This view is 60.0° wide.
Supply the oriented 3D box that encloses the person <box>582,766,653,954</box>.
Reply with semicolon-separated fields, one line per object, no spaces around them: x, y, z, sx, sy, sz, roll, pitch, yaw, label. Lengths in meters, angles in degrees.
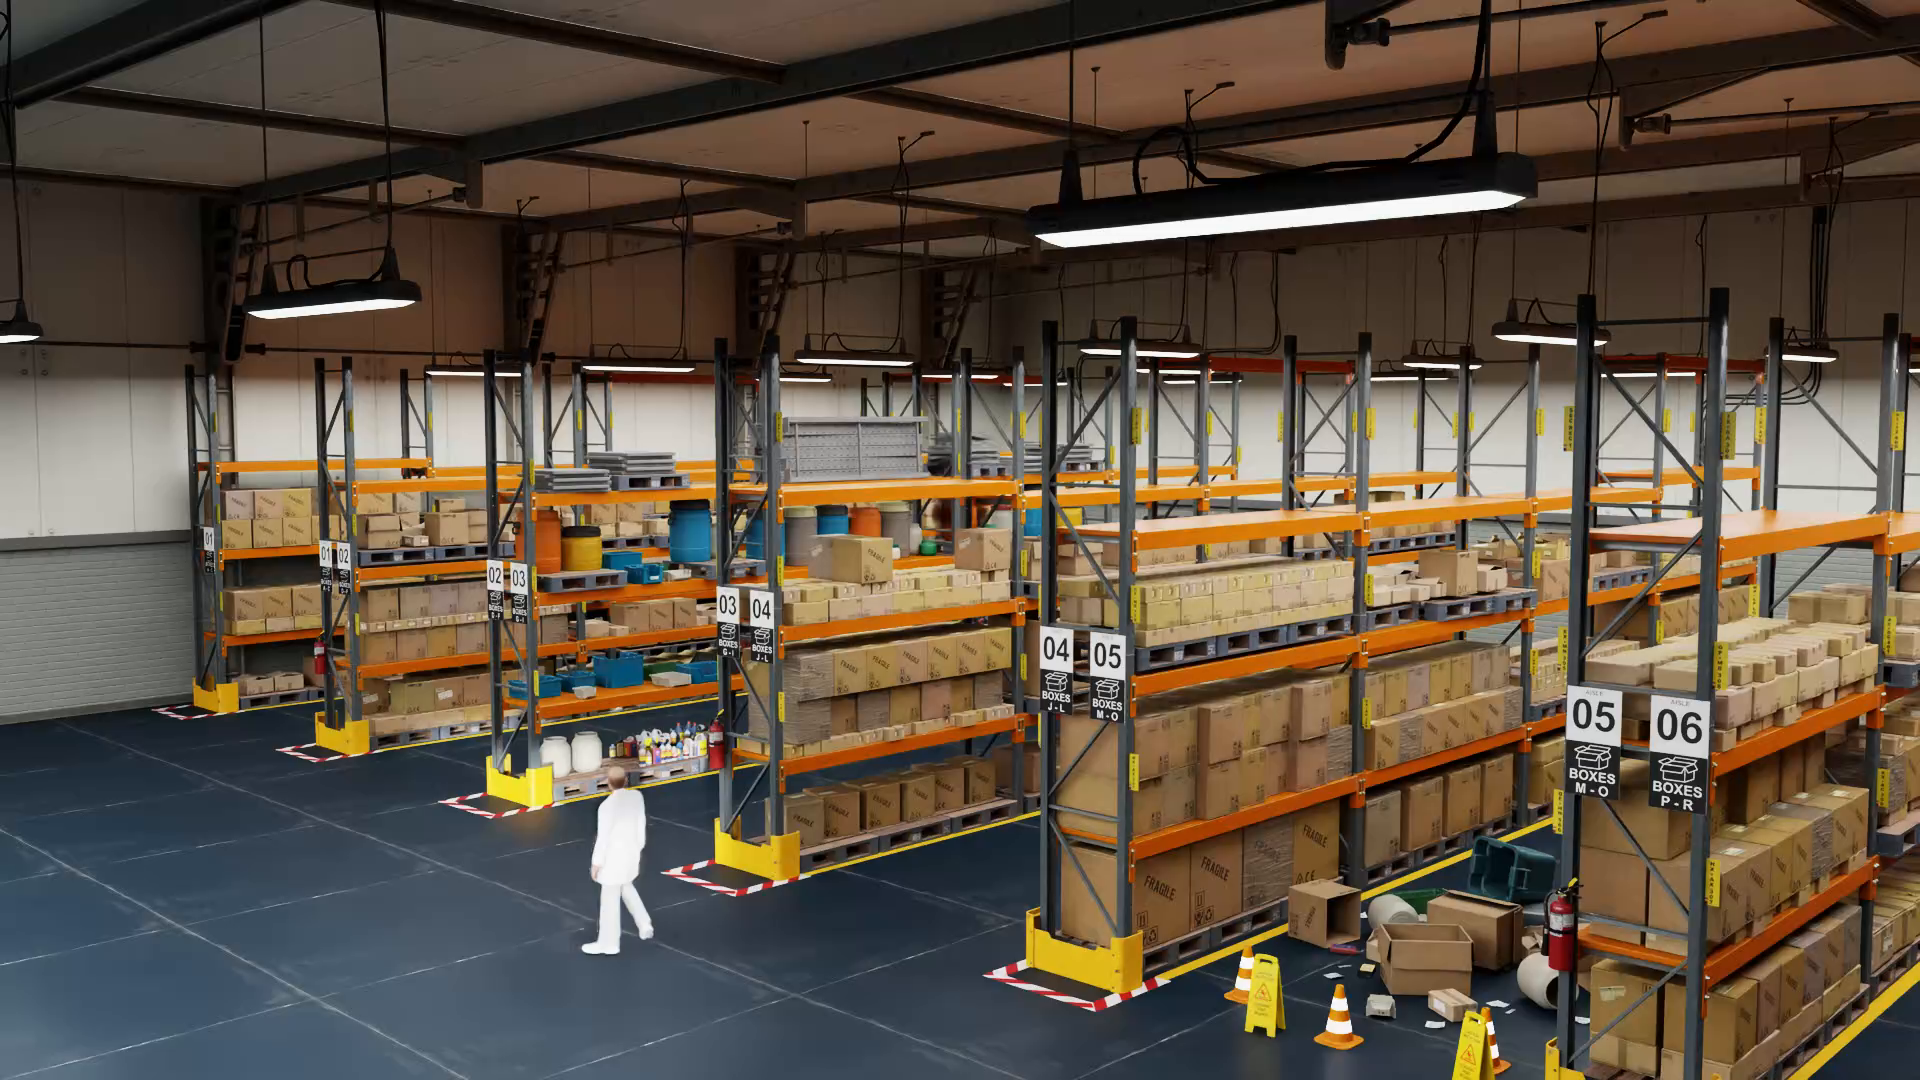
-3.267;3.042;15.950;0.566;1.780;0.661;2;5;22;person
